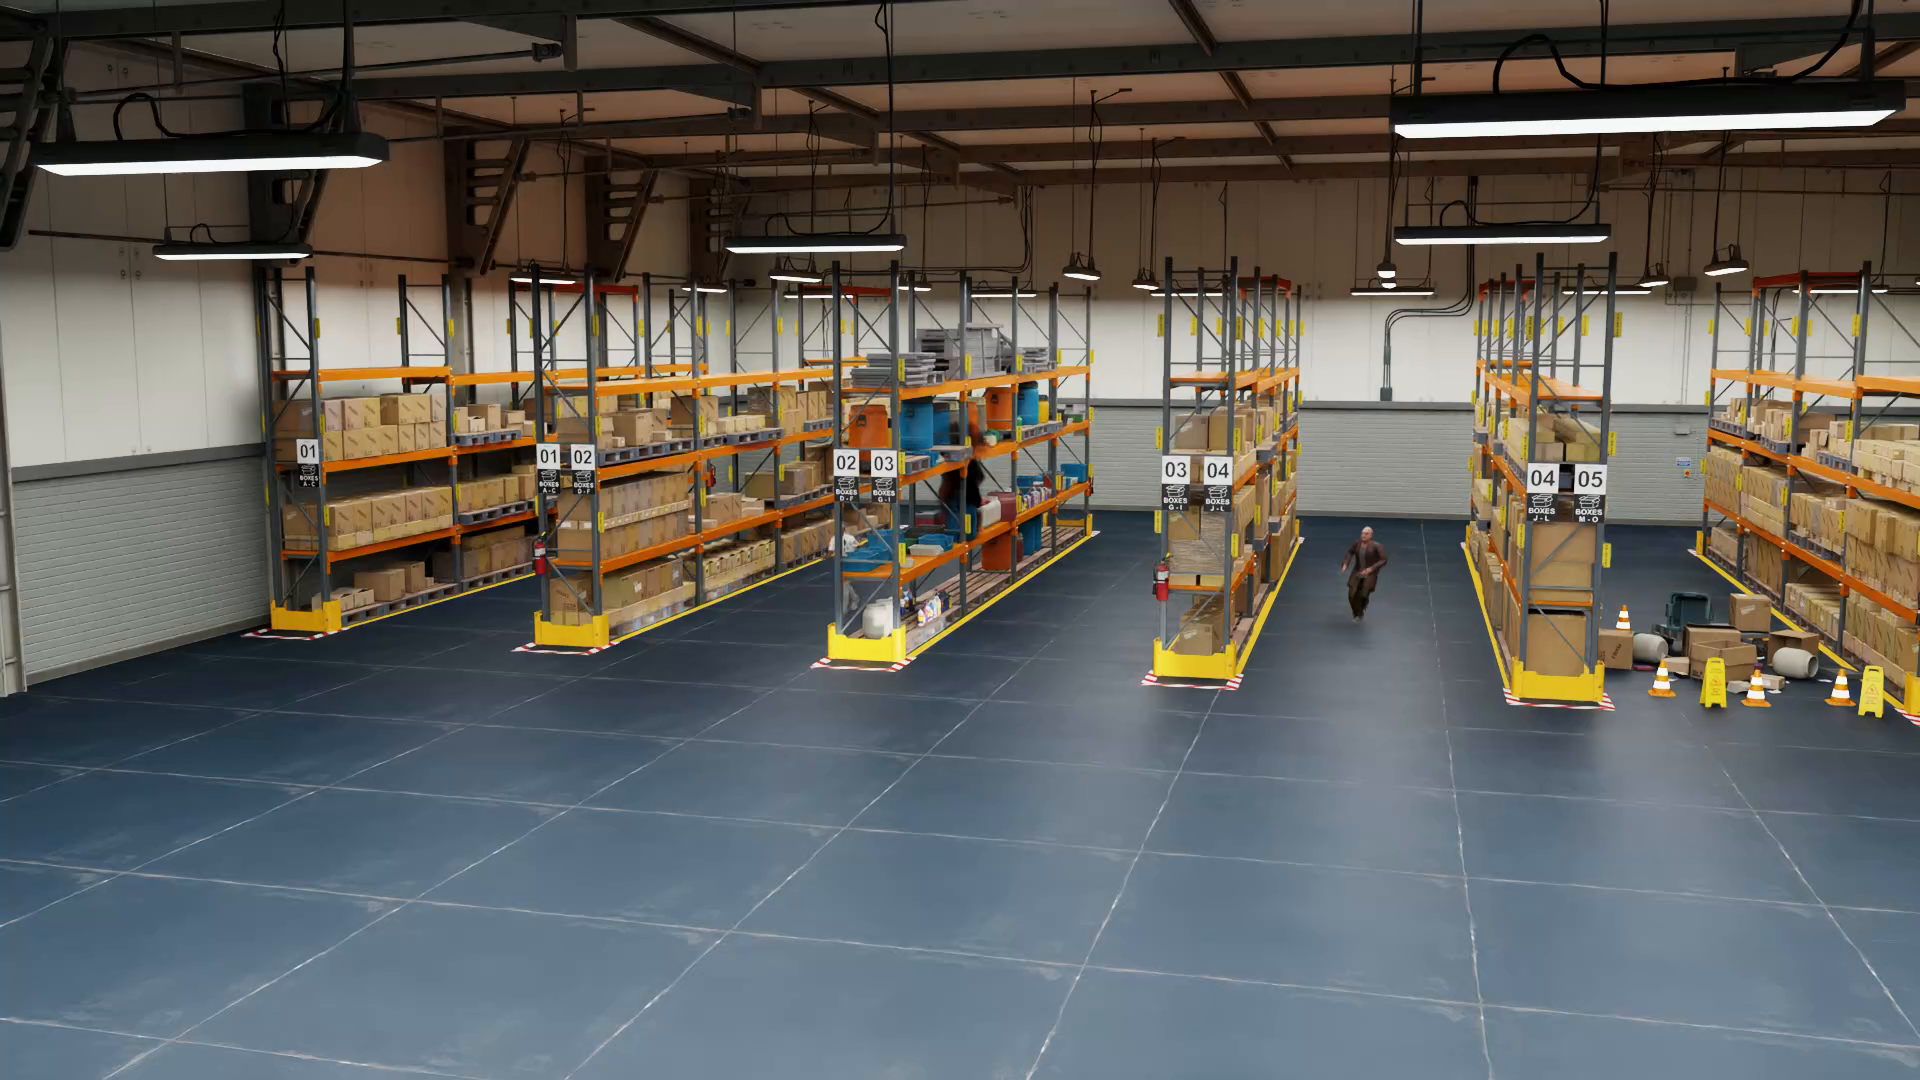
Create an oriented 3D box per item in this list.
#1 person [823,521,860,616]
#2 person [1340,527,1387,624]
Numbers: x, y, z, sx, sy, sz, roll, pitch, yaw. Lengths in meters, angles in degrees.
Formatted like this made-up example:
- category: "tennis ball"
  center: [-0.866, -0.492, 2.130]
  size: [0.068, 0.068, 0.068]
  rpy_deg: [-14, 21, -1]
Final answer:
- category: "person"
  center: [-2.030, 0.491, 29.158]
  size: [0.535, 1.713, 0.987]
  rpy_deg: [4, 8, 30]
- category: "person"
  center: [6.904, 0.601, 28.367]
  size: [0.799, 1.687, 0.581]
  rpy_deg: [4, 8, 29]
